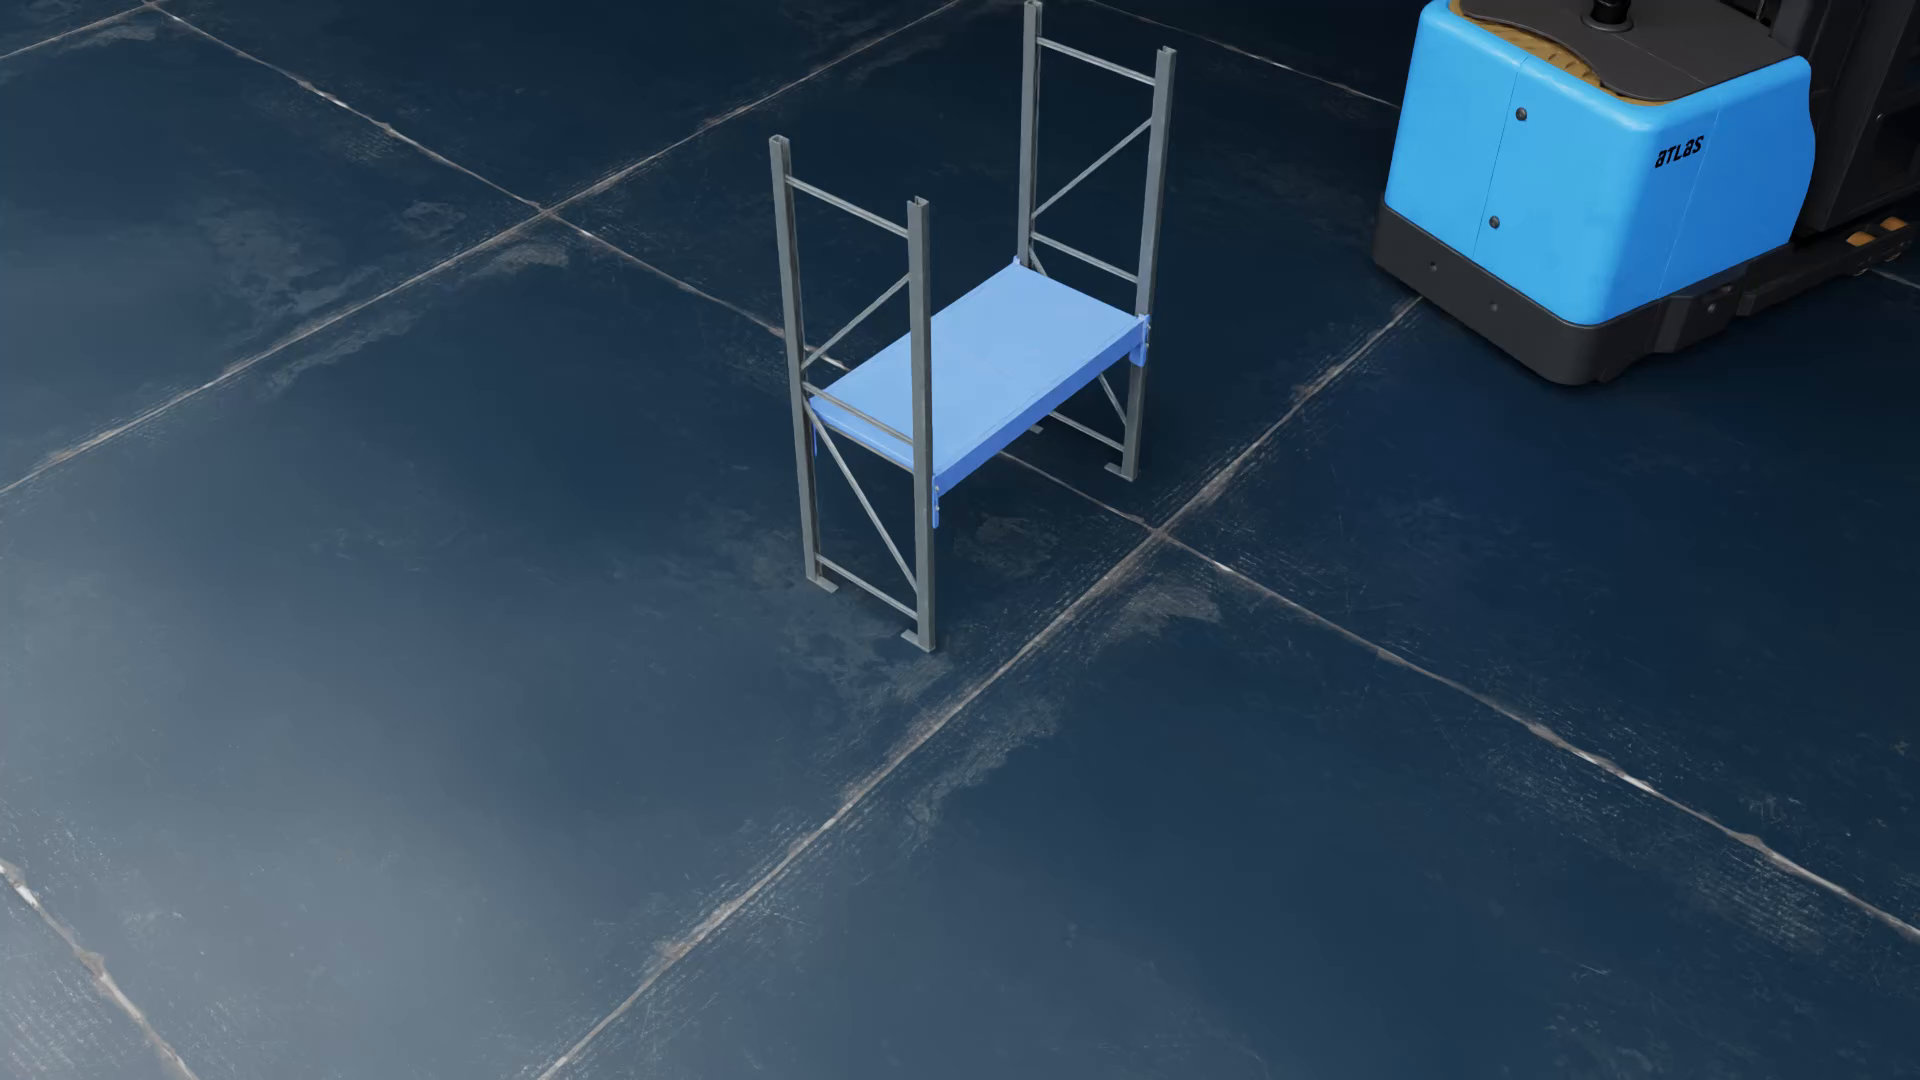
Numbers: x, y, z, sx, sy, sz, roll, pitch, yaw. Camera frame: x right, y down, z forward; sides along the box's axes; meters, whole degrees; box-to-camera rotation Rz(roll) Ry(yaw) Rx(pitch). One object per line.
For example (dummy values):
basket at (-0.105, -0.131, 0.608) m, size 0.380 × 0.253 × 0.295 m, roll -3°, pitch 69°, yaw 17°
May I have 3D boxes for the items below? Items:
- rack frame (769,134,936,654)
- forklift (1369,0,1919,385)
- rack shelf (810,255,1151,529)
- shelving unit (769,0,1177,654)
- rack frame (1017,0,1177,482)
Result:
rack frame at (-0.272, -0.337, 4.506) m, size 0.500 × 1.500 × 0.032 m, roll 29°, pitch 50°, yaw 28°
forklift at (3.084, -2.374, 5.682) m, size 3.031 × 2.935 × 1.130 m, roll -23°, pitch 47°, yaw -23°
rack shelf at (0.055, -0.466, 4.915) m, size 0.538 × 0.185 × 1.000 m, roll 29°, pitch 50°, yaw 28°
shelving unit at (0.055, -0.599, 4.794) m, size 0.538 × 1.500 × 1.048 m, roll 29°, pitch 50°, yaw 28°
rack frame at (0.382, -0.861, 5.082) m, size 0.500 × 1.500 × 0.032 m, roll 29°, pitch 50°, yaw 28°
